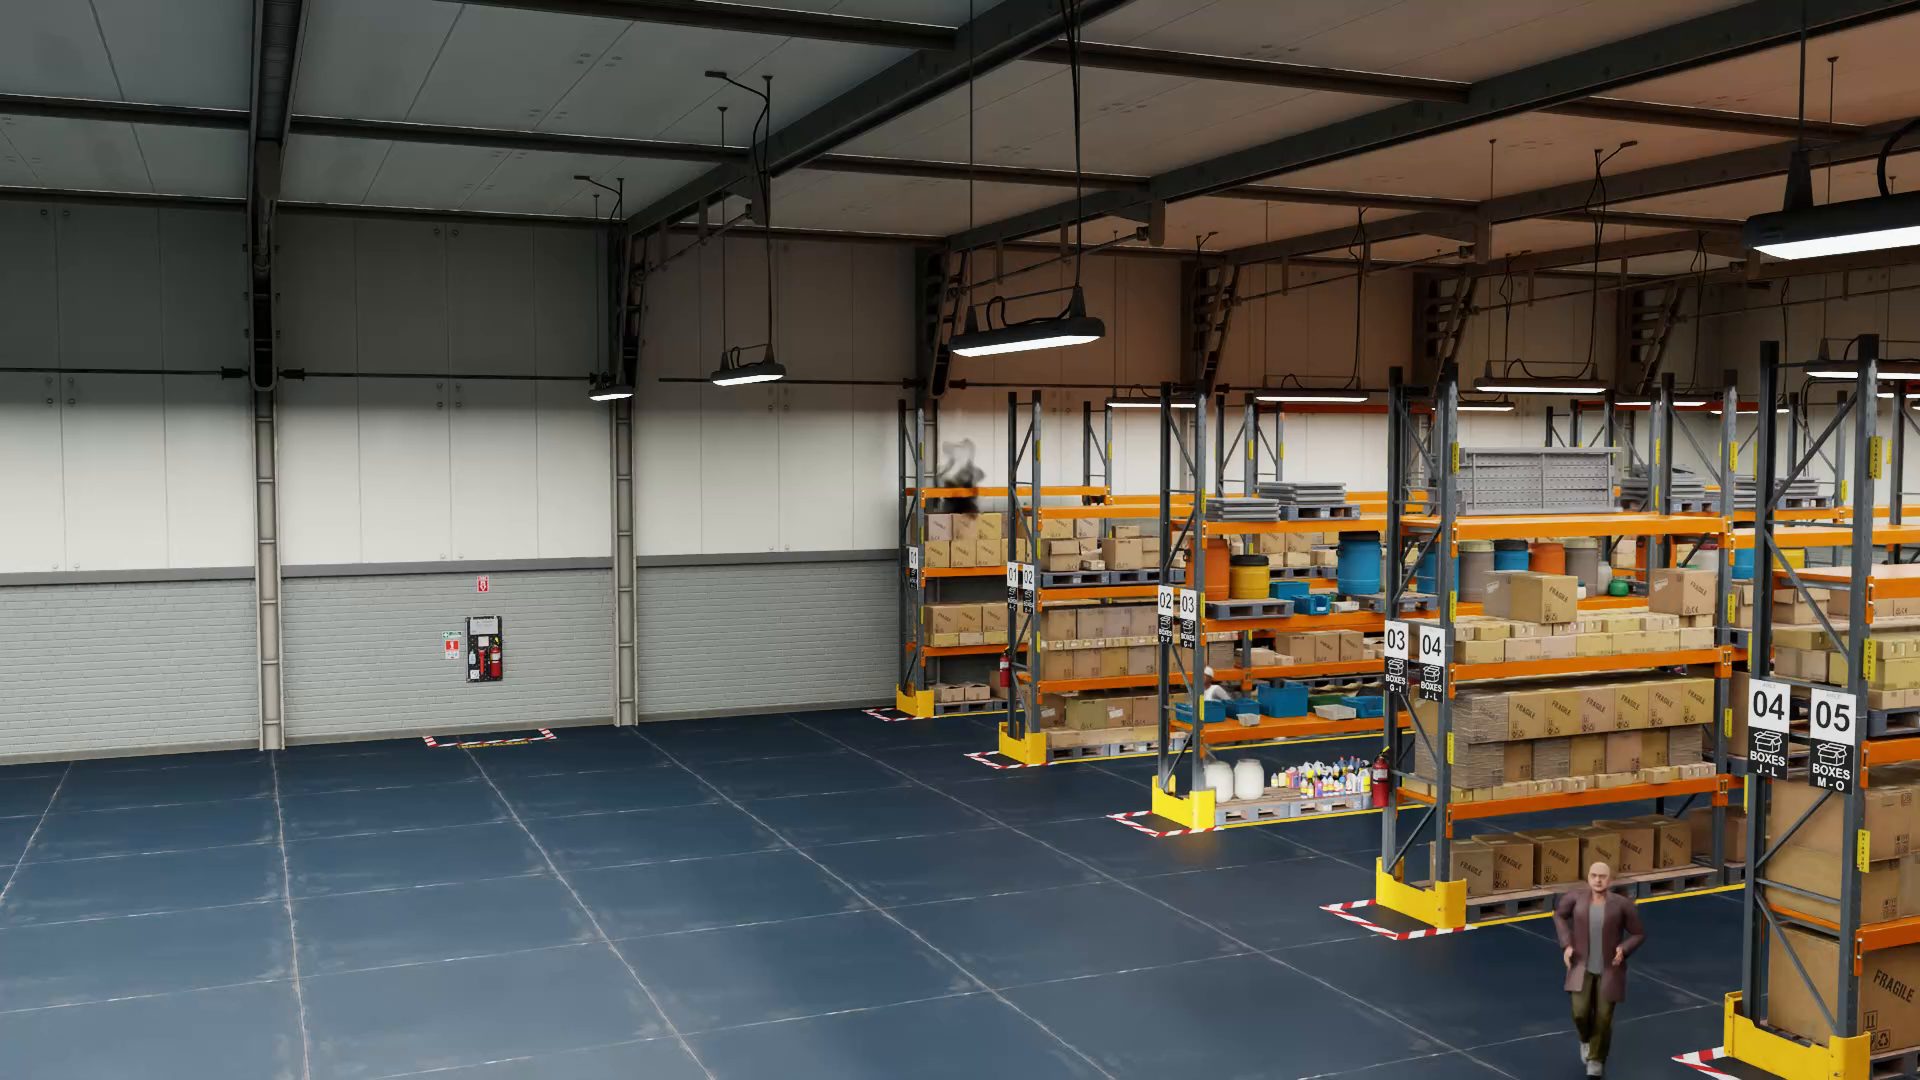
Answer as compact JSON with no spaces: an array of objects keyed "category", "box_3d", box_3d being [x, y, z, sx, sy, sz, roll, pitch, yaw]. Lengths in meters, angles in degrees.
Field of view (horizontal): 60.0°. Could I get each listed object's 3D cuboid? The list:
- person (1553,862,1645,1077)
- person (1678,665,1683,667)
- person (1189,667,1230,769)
[{"category":"person","box_3d":[5.185,3.499,13.569,0.727,1.736,0.633,2,4,27]},{"category":"person","box_3d":[13.435,2.579,30.462,0.538,1.611,0.650,-2,4,-32]},{"category":"person","box_3d":[3.678,2.800,25.226,0.608,1.746,0.665,-2,4,-35]}]
